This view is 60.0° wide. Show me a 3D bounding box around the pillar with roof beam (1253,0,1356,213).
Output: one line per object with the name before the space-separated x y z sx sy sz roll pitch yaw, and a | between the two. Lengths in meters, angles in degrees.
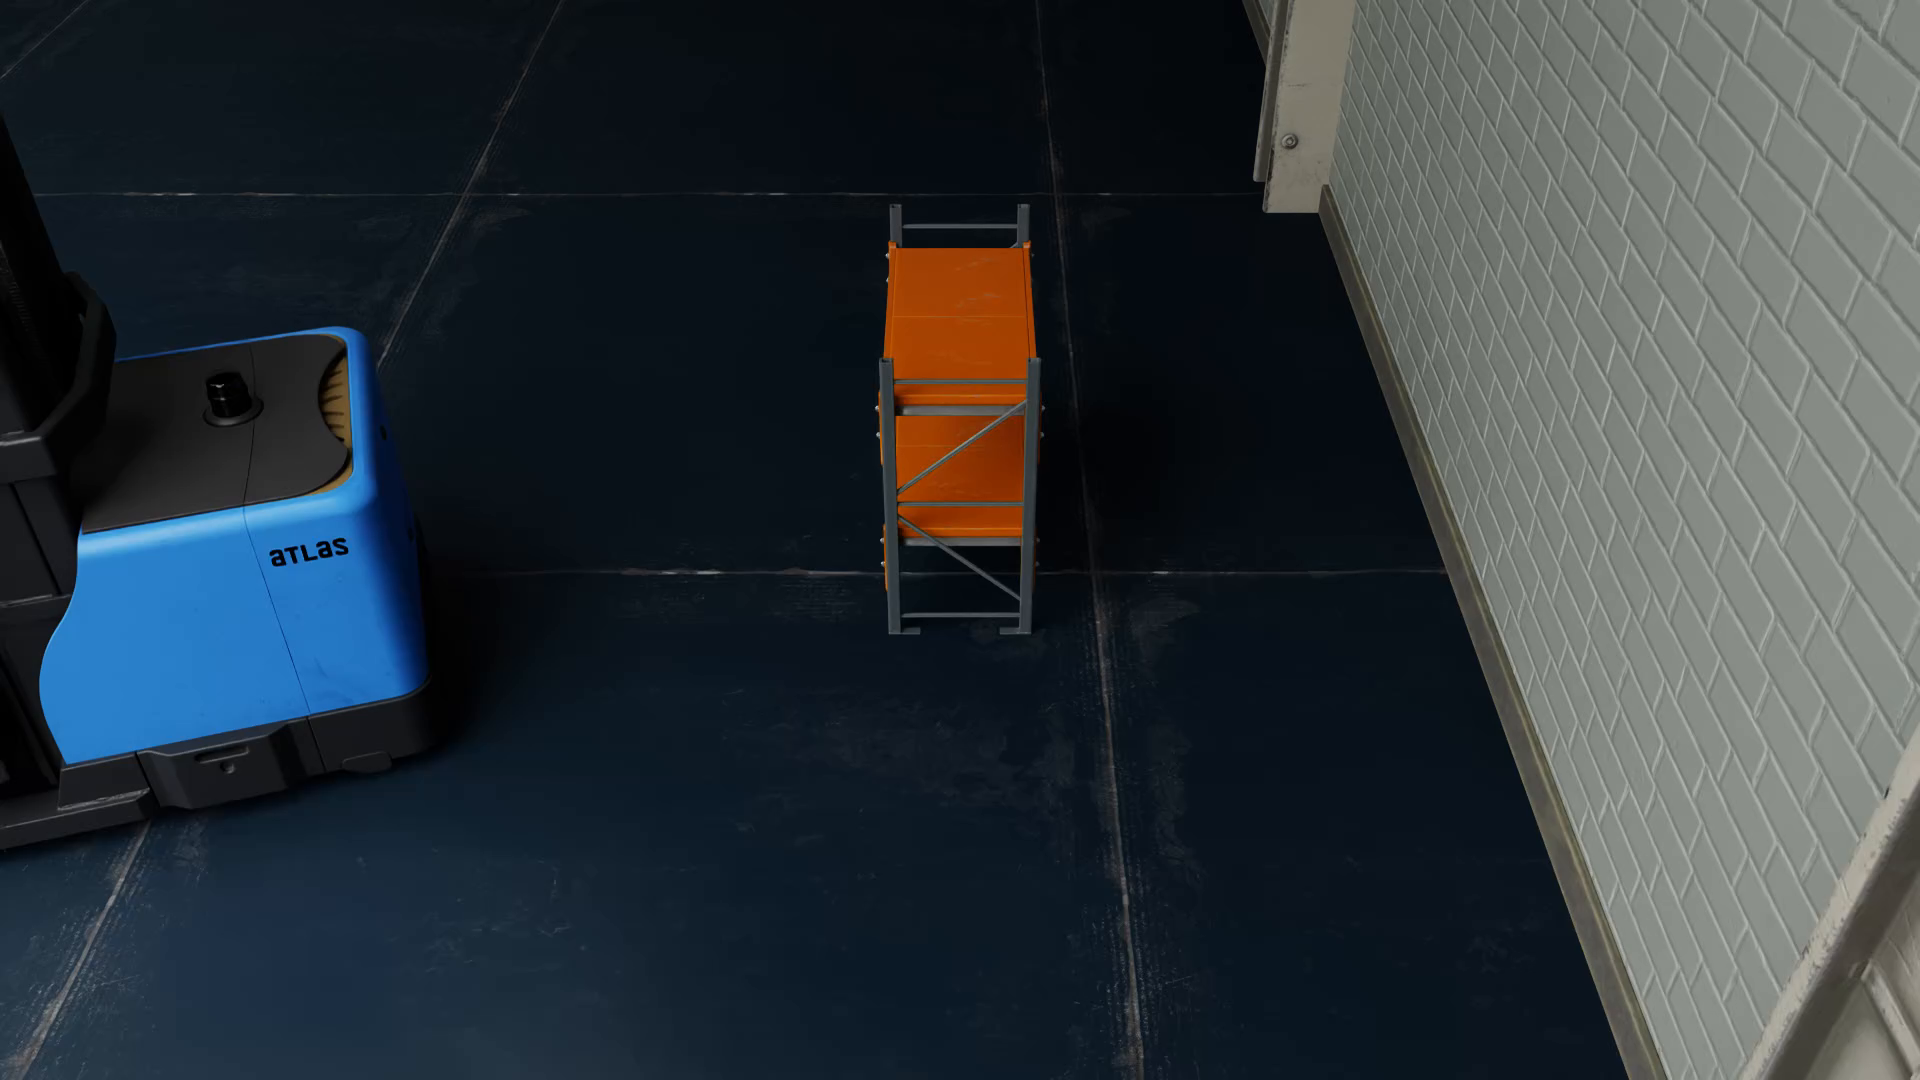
pillar with roof beam | -2.637 -5.265 5.624 9.100 9.000 0.400 0 39 0

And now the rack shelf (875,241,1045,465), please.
rack shelf | 0.000 -0.663 5.710 0.538 0.278 1.000 0 39 0

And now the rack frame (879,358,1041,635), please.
rack frame | 0.001 -0.117 5.496 0.500 1.125 0.032 0 39 0

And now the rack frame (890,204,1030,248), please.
rack frame | -0.001 -0.753 6.290 0.500 1.125 0.032 0 39 0

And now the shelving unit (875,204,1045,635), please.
shelving unit | 0.000 -0.435 5.893 0.538 1.125 1.048 0 39 0

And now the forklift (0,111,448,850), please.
forklift | -3.231 -0.454 4.473 3.031 2.935 1.130 -11 40 -14

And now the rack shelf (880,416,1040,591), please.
rack shelf | 0.000 -0.244 6.046 0.538 0.278 1.000 0 39 0
